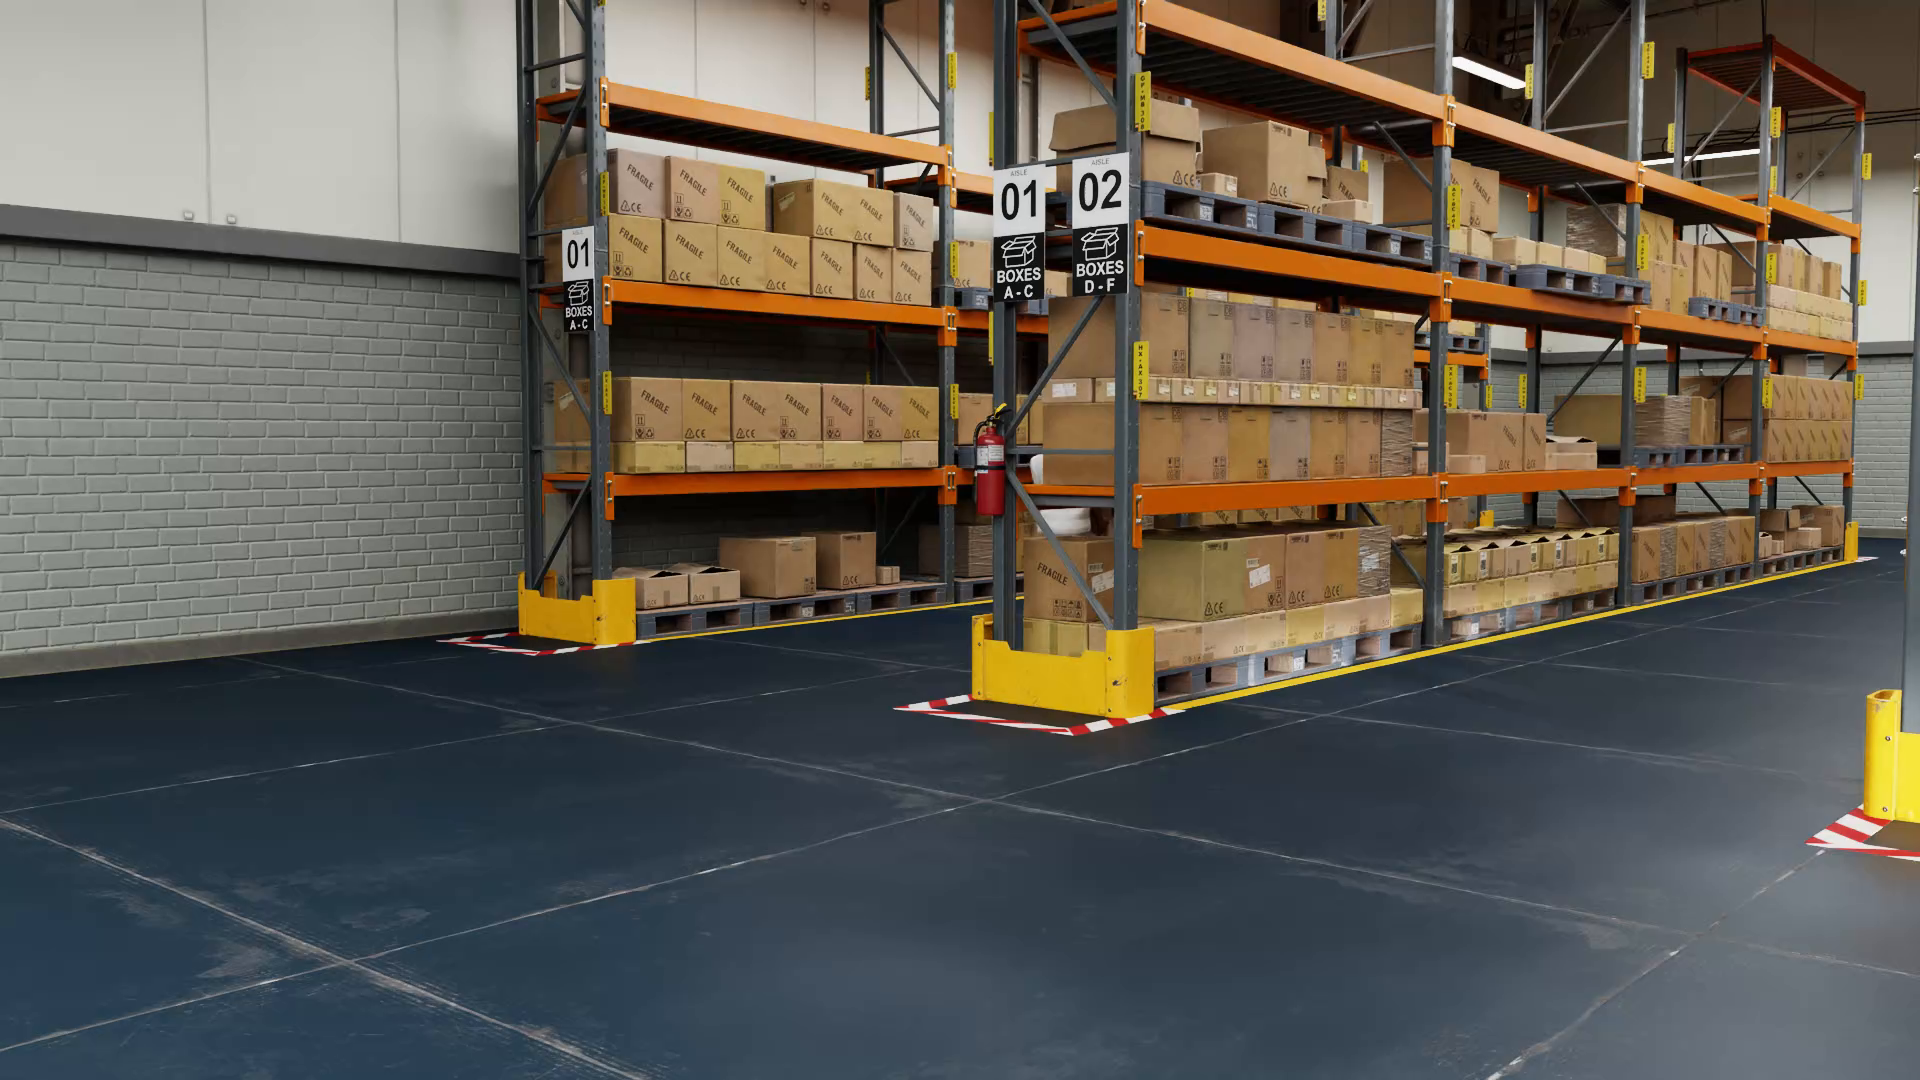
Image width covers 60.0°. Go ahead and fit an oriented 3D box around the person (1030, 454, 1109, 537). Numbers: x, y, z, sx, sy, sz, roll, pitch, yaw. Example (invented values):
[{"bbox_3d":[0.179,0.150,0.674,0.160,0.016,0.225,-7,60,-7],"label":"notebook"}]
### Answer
[{"bbox_3d":[0.843,-0.061,12.515,0.542,1.770,0.551,3,5,41],"label":"person"}]
